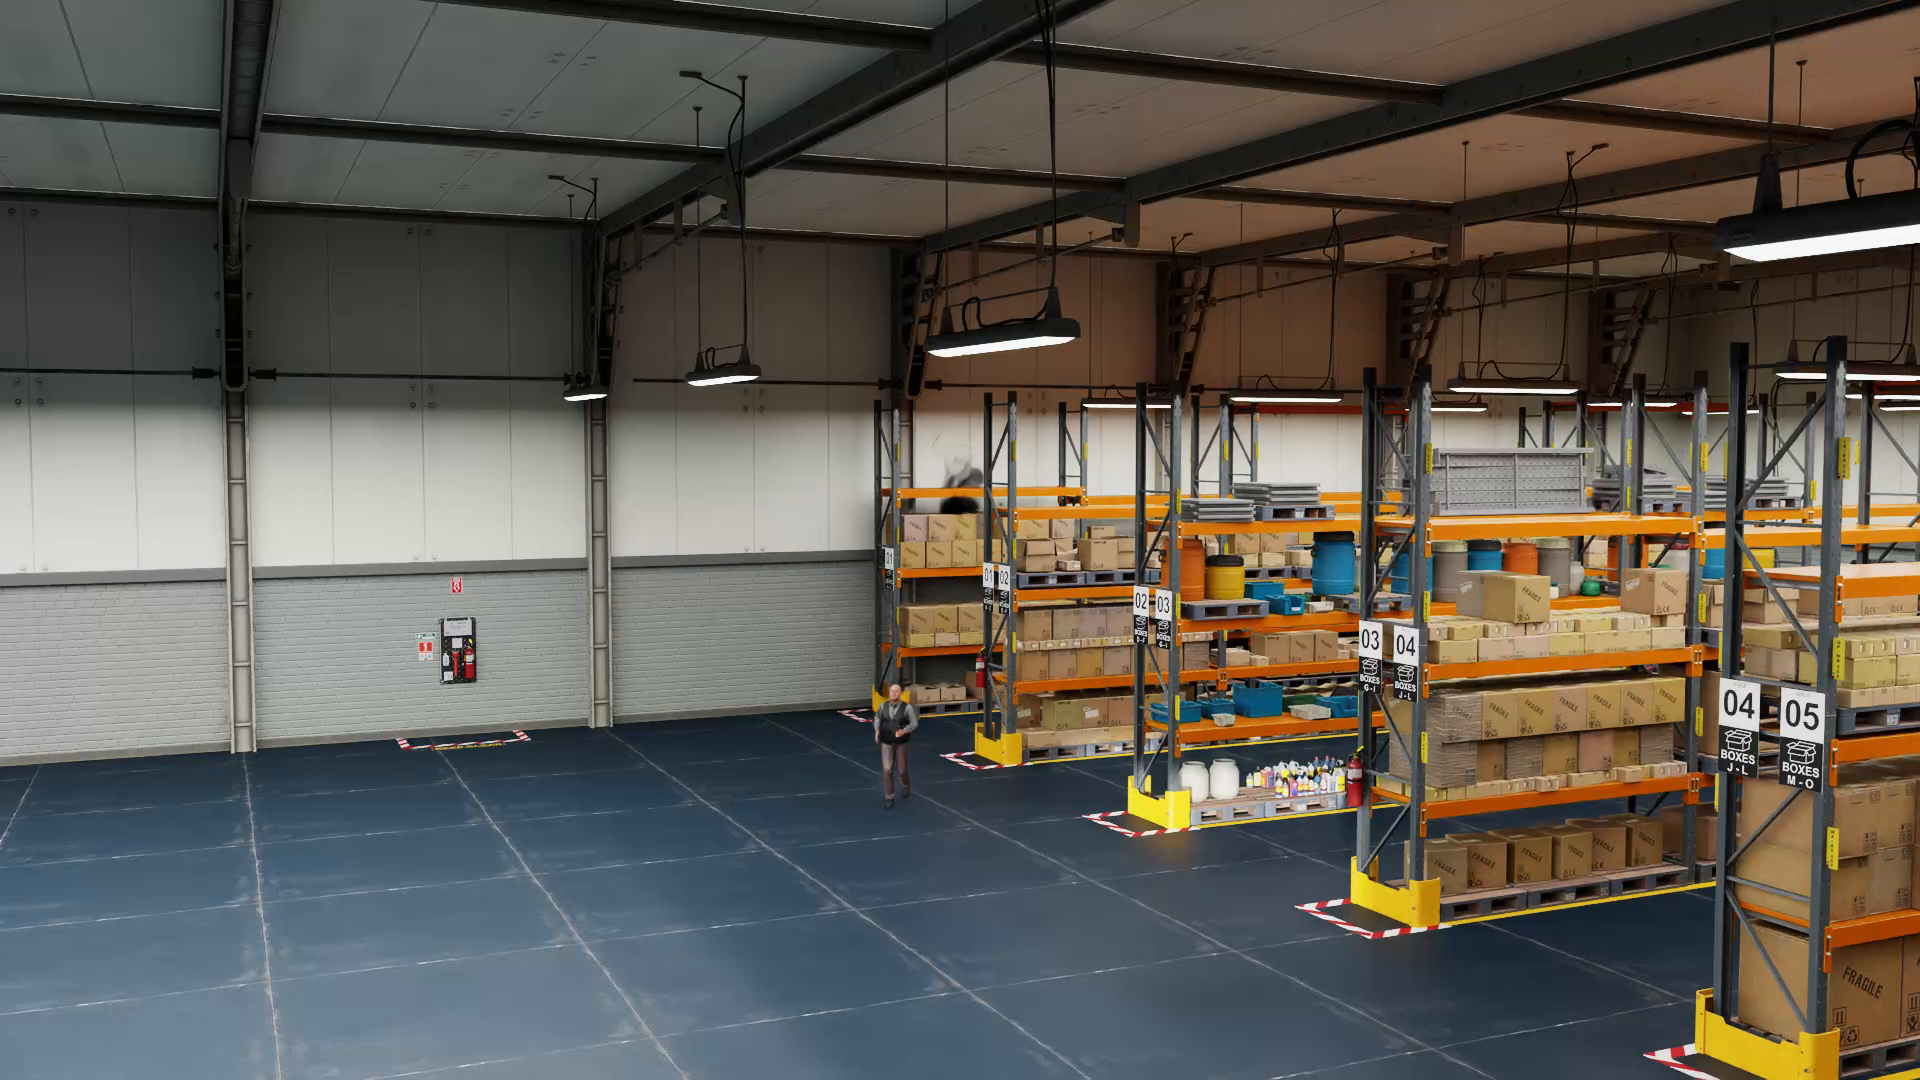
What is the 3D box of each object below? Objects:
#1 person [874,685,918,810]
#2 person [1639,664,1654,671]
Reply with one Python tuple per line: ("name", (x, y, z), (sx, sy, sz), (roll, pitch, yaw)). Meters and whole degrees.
("person", (-0.925, 2.922, 23.770), (0.671, 1.727, 0.822), (1, 3, 9))
("person", (12.282, 2.619, 30.013), (0.516, 1.601, 0.594), (-2, 4, -31))
